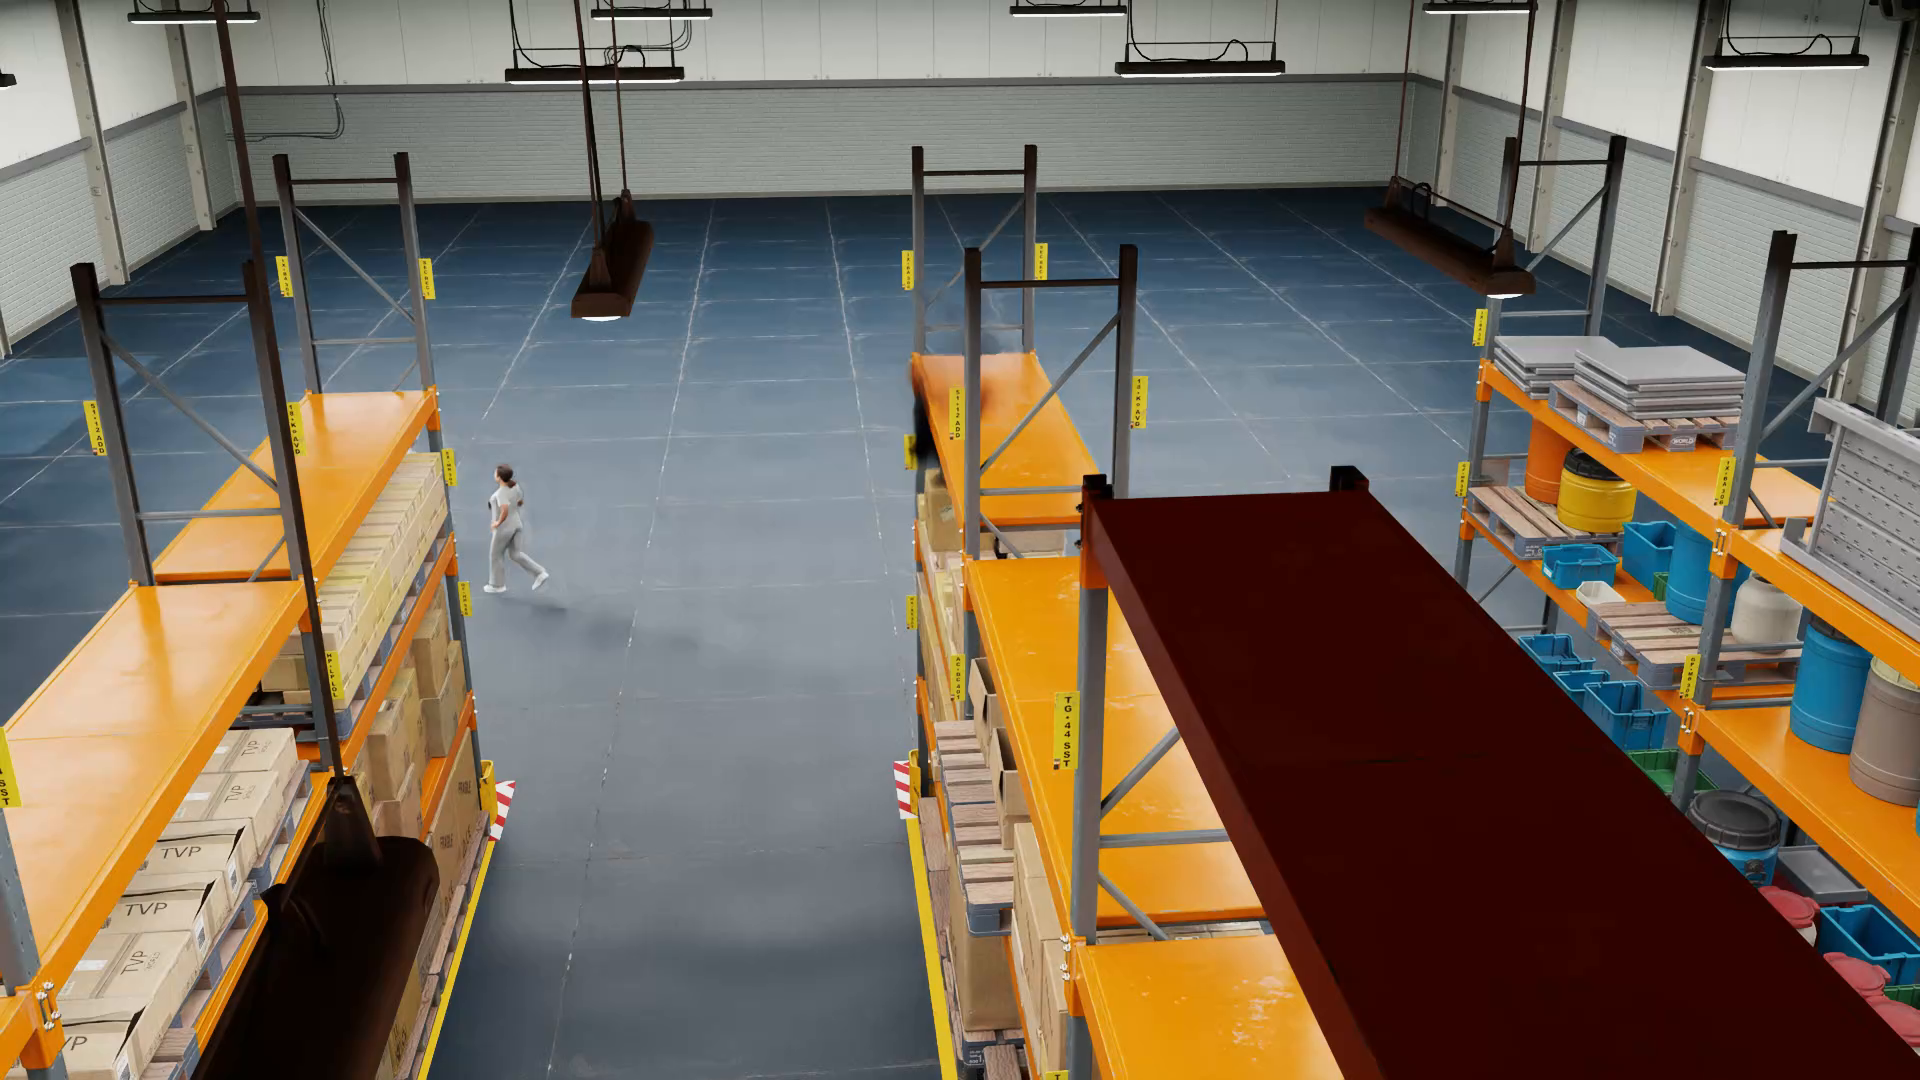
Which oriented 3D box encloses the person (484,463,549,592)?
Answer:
[{"bbox_3d":[-5.319,-0.109,19.638,0.935,1.663,0.568,9,23,22],"label":"person"}]
